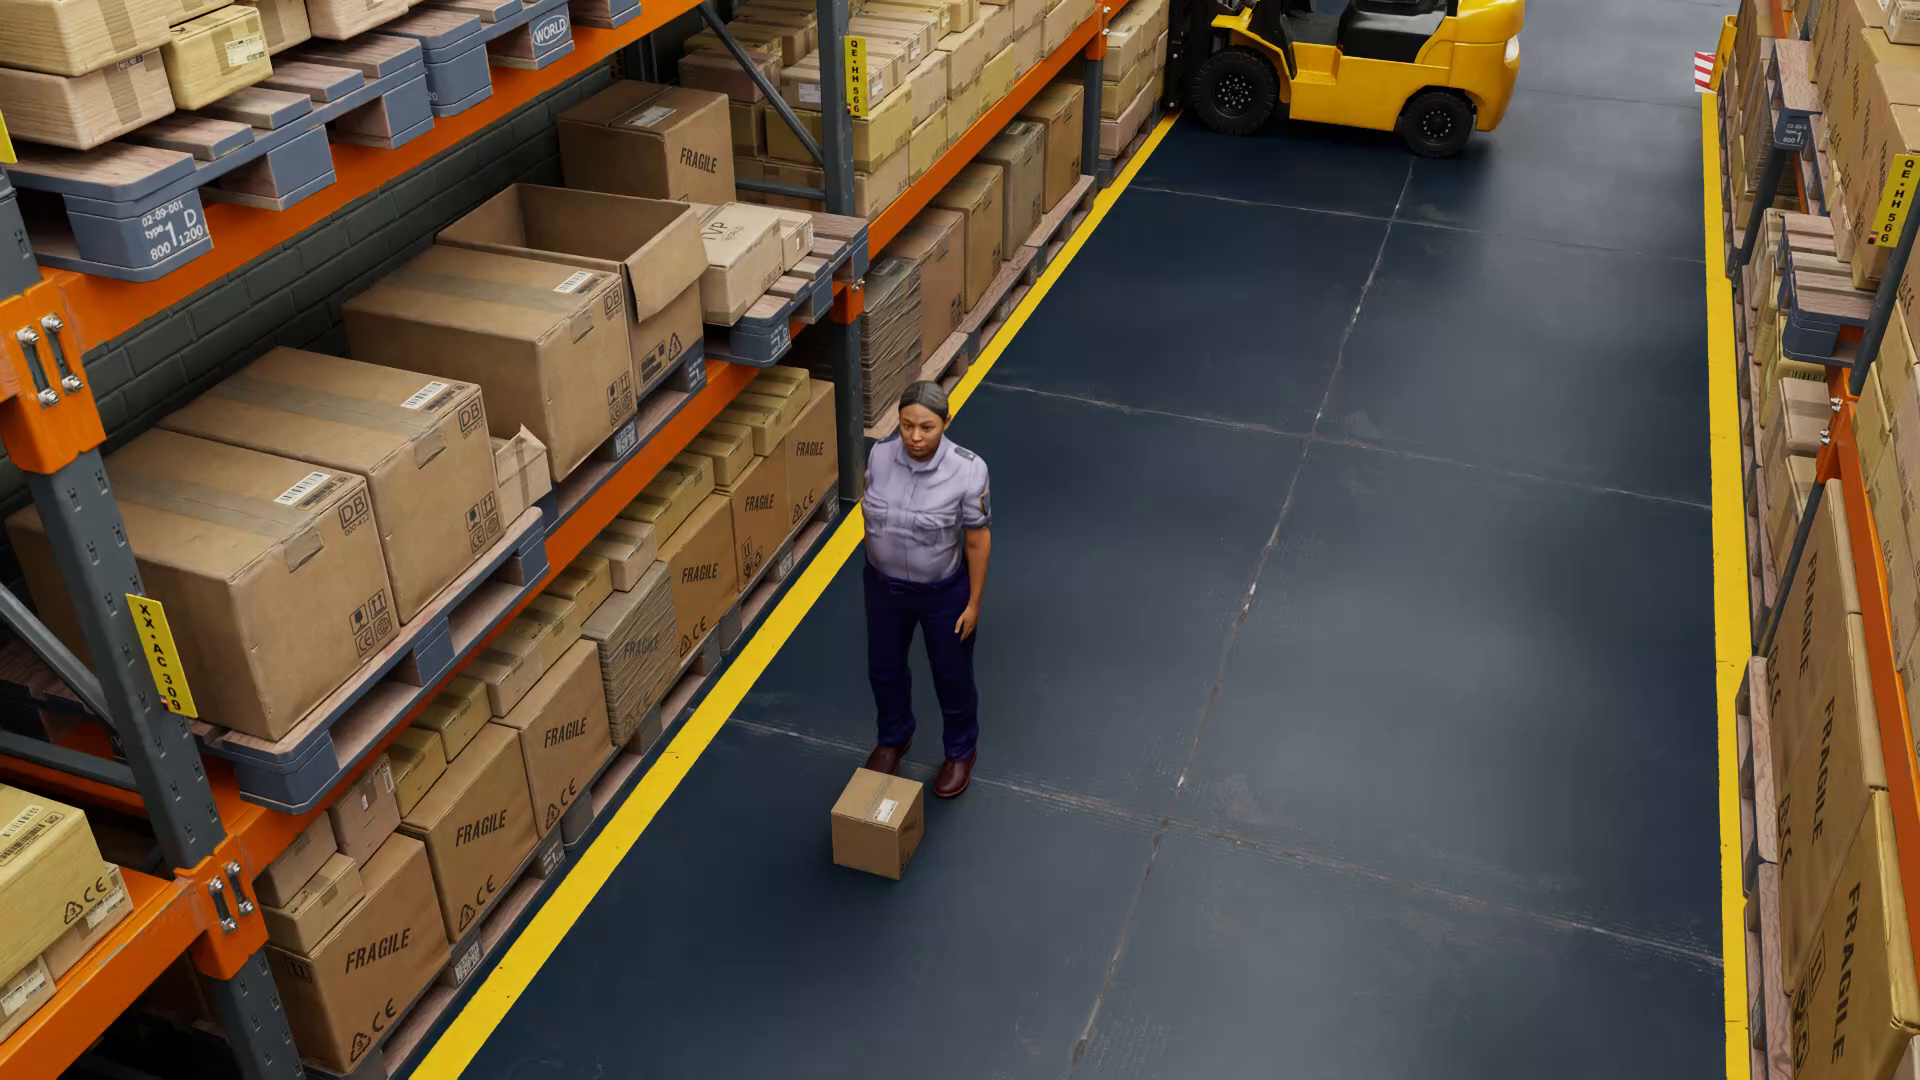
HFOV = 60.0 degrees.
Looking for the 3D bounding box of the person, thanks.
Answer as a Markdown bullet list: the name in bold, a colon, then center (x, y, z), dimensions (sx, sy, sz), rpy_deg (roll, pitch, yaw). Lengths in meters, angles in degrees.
- **person**: center (-0.112, 0.192, 5.899), dimensions (0.483, 1.619, 0.349), rpy_deg (12, 35, 17)
